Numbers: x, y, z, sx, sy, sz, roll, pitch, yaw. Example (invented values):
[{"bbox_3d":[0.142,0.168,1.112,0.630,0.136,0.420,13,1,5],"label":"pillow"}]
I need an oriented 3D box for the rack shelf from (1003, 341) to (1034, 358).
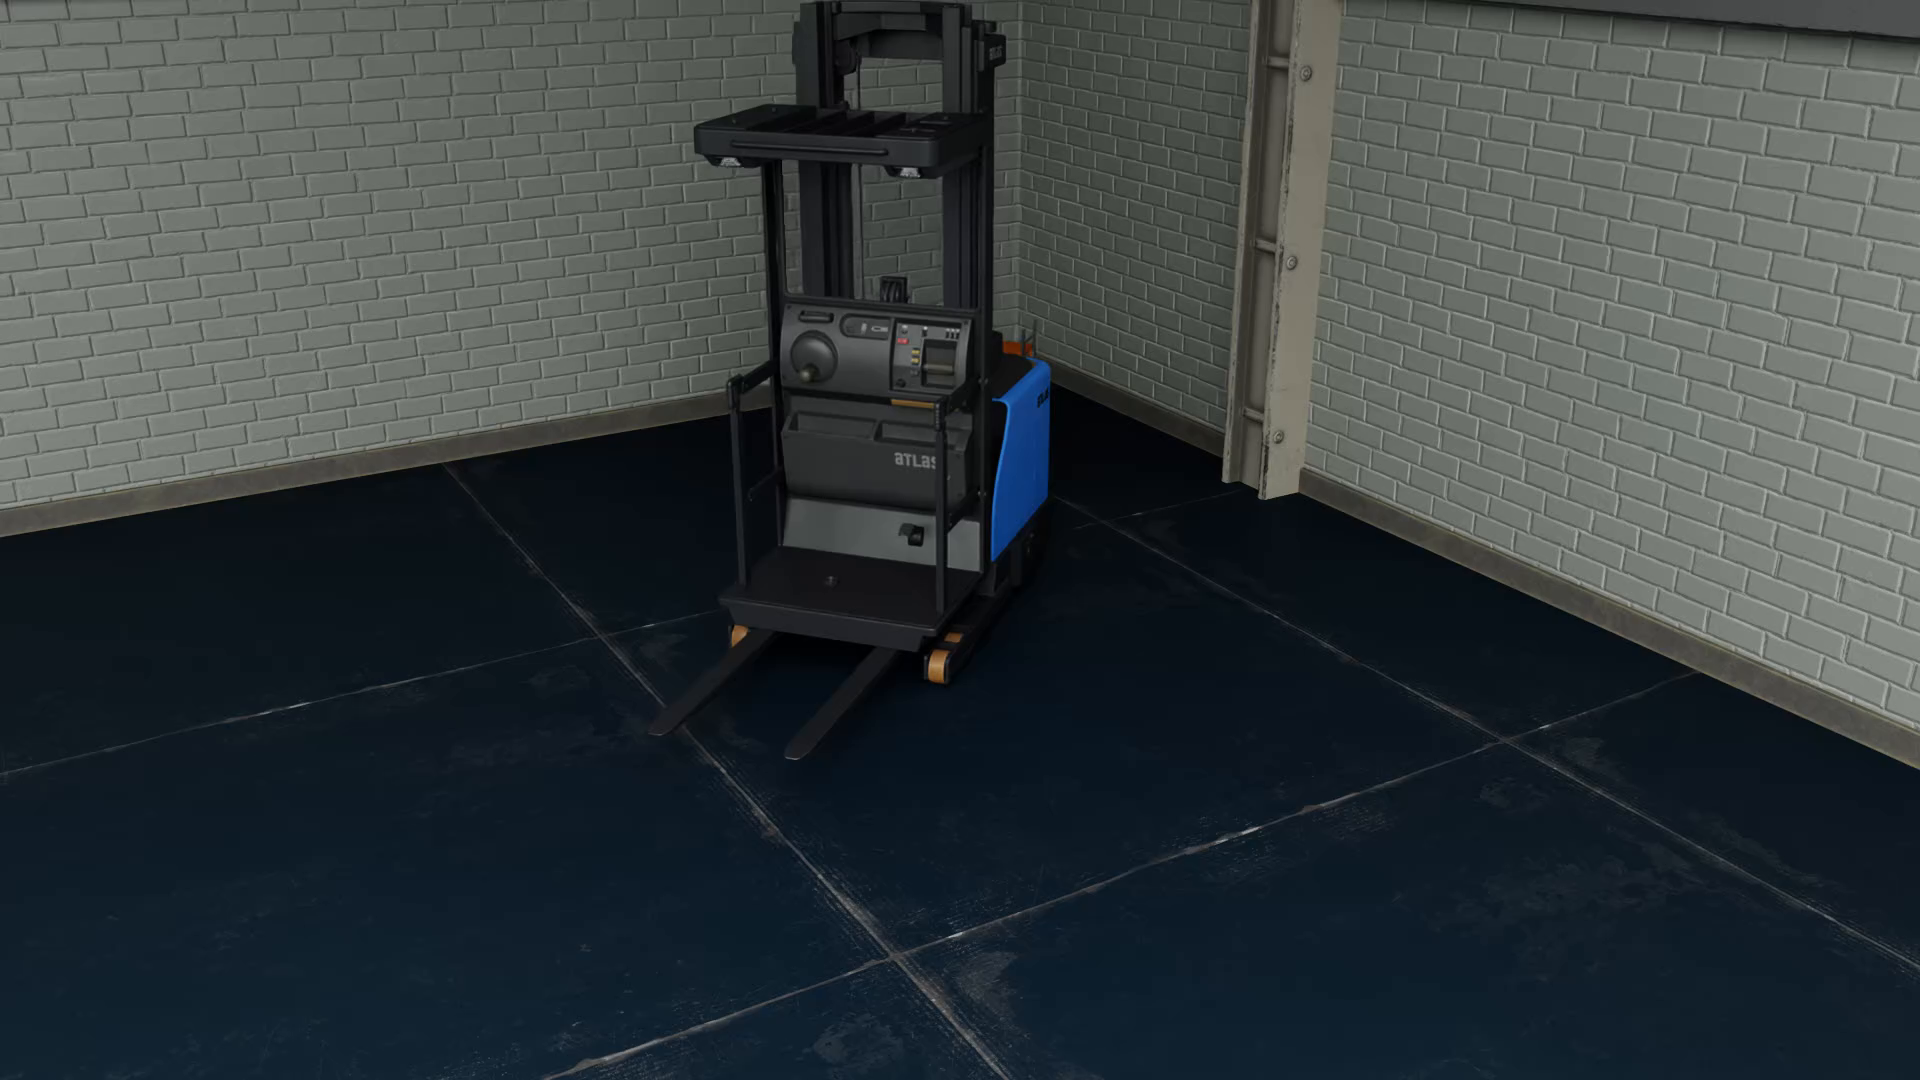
[{"bbox_3d":[0.144,-1.007,9.152,0.480,0.148,0.258,7,23,18],"label":"rack shelf"}]

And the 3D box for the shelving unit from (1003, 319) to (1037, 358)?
[{"bbox_3d":[0.144,-0.643,9.300,0.503,1.200,0.258,7,23,18],"label":"shelving unit"}]

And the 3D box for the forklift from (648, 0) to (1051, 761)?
[{"bbox_3d":[-0.464,-0.862,7.539,1.130,2.935,3.031,7,23,18],"label":"forklift"}]

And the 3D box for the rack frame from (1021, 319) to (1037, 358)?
[{"bbox_3d":[0.375,-0.613,9.226,0.015,1.200,0.240,7,23,18],"label":"rack frame"}]

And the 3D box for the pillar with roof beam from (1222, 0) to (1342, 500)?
[{"bbox_3d":[-1.865,-3.672,6.394,9.100,9.000,0.400,-13,25,-28],"label":"pillar with roof beam"}]
